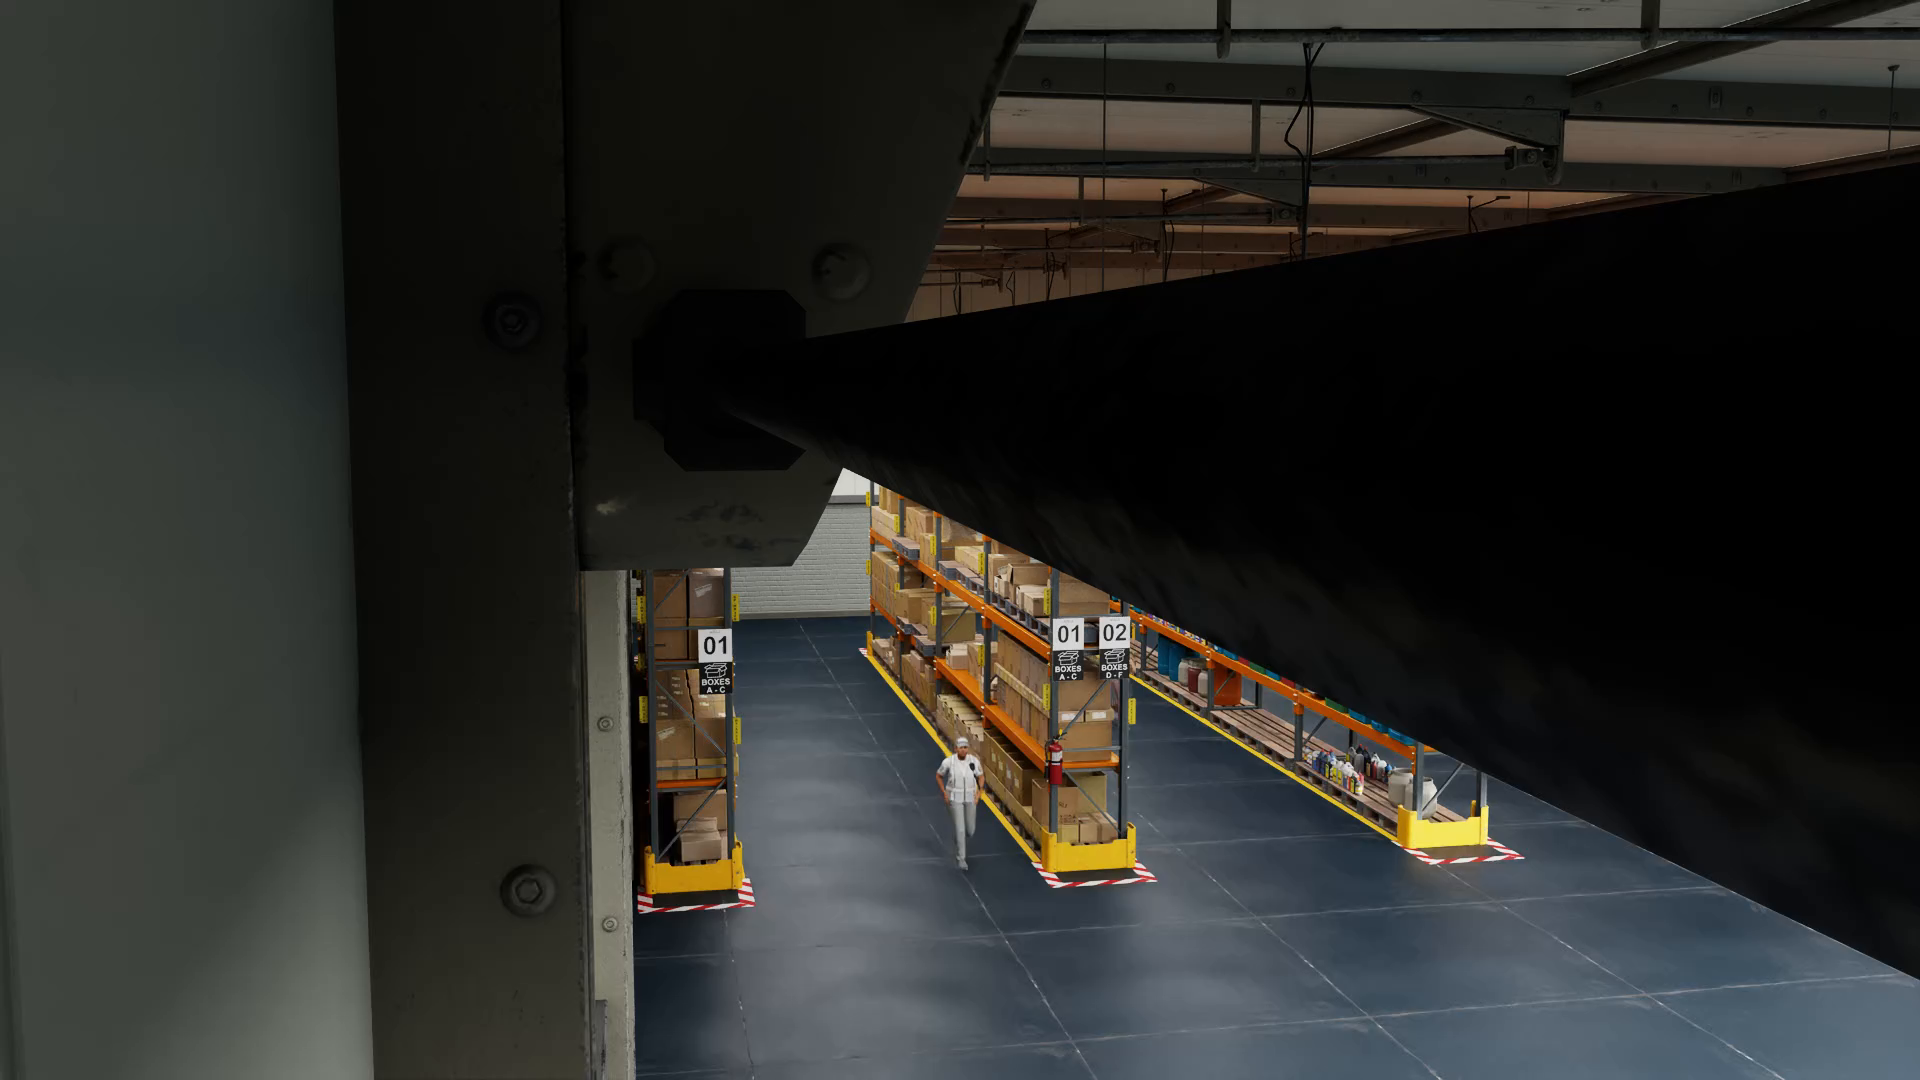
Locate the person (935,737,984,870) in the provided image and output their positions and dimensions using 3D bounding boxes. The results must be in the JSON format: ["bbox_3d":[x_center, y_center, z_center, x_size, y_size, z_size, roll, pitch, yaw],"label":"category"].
[{"bbox_3d":[0.005,3.318,21.233,0.623,1.658,0.692,-1,6,-13],"label":"person"}]

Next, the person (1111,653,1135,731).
[{"bbox_3d":[2.805,2.484,29.058,0.589,1.635,0.749,-2,6,-21],"label":"person"}]
